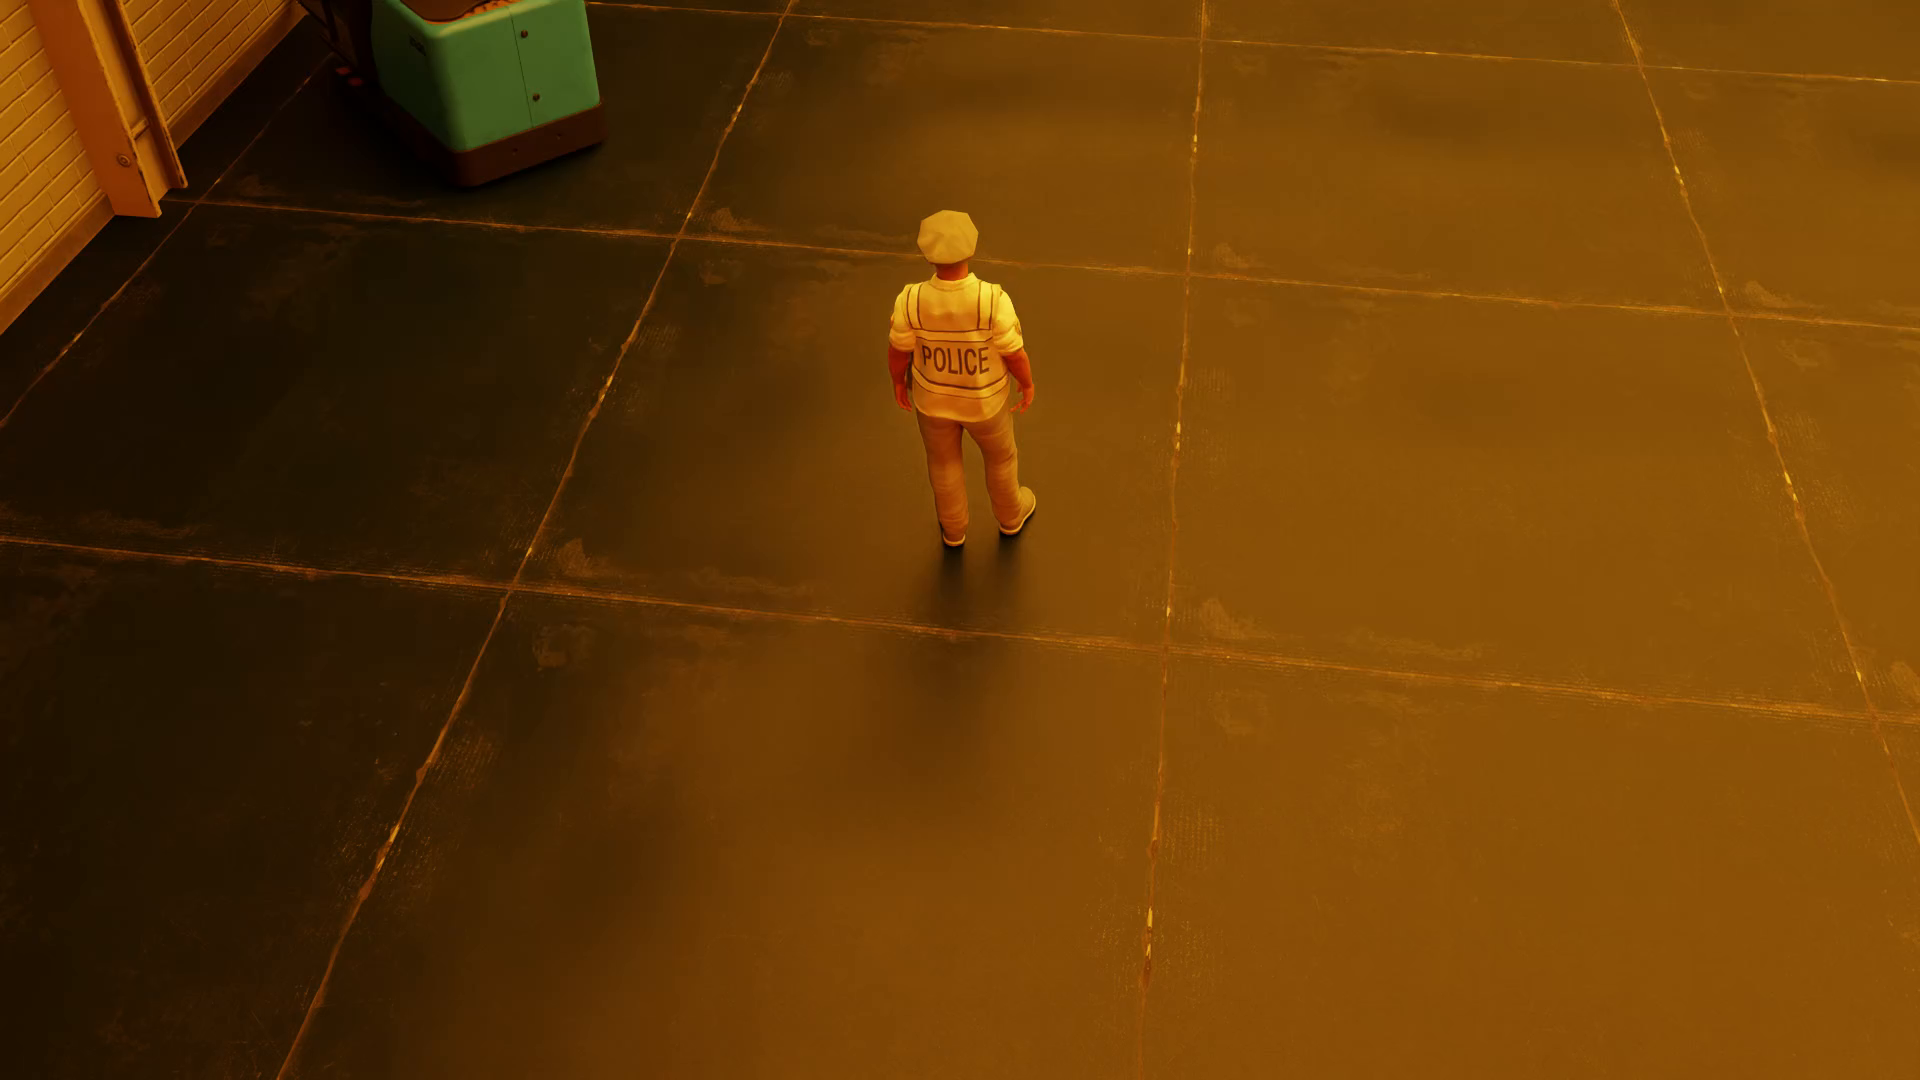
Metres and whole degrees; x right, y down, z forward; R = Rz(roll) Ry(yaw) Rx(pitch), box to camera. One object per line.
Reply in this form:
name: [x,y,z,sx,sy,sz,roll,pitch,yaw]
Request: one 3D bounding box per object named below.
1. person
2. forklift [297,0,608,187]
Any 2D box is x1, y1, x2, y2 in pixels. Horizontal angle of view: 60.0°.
person: [0.022,-0.713,7.340,0.641,1.778,0.573,5,43,6]
forklift: [-3.553,-4.167,10.260,1.130,2.935,3.031,-28,50,-27]
